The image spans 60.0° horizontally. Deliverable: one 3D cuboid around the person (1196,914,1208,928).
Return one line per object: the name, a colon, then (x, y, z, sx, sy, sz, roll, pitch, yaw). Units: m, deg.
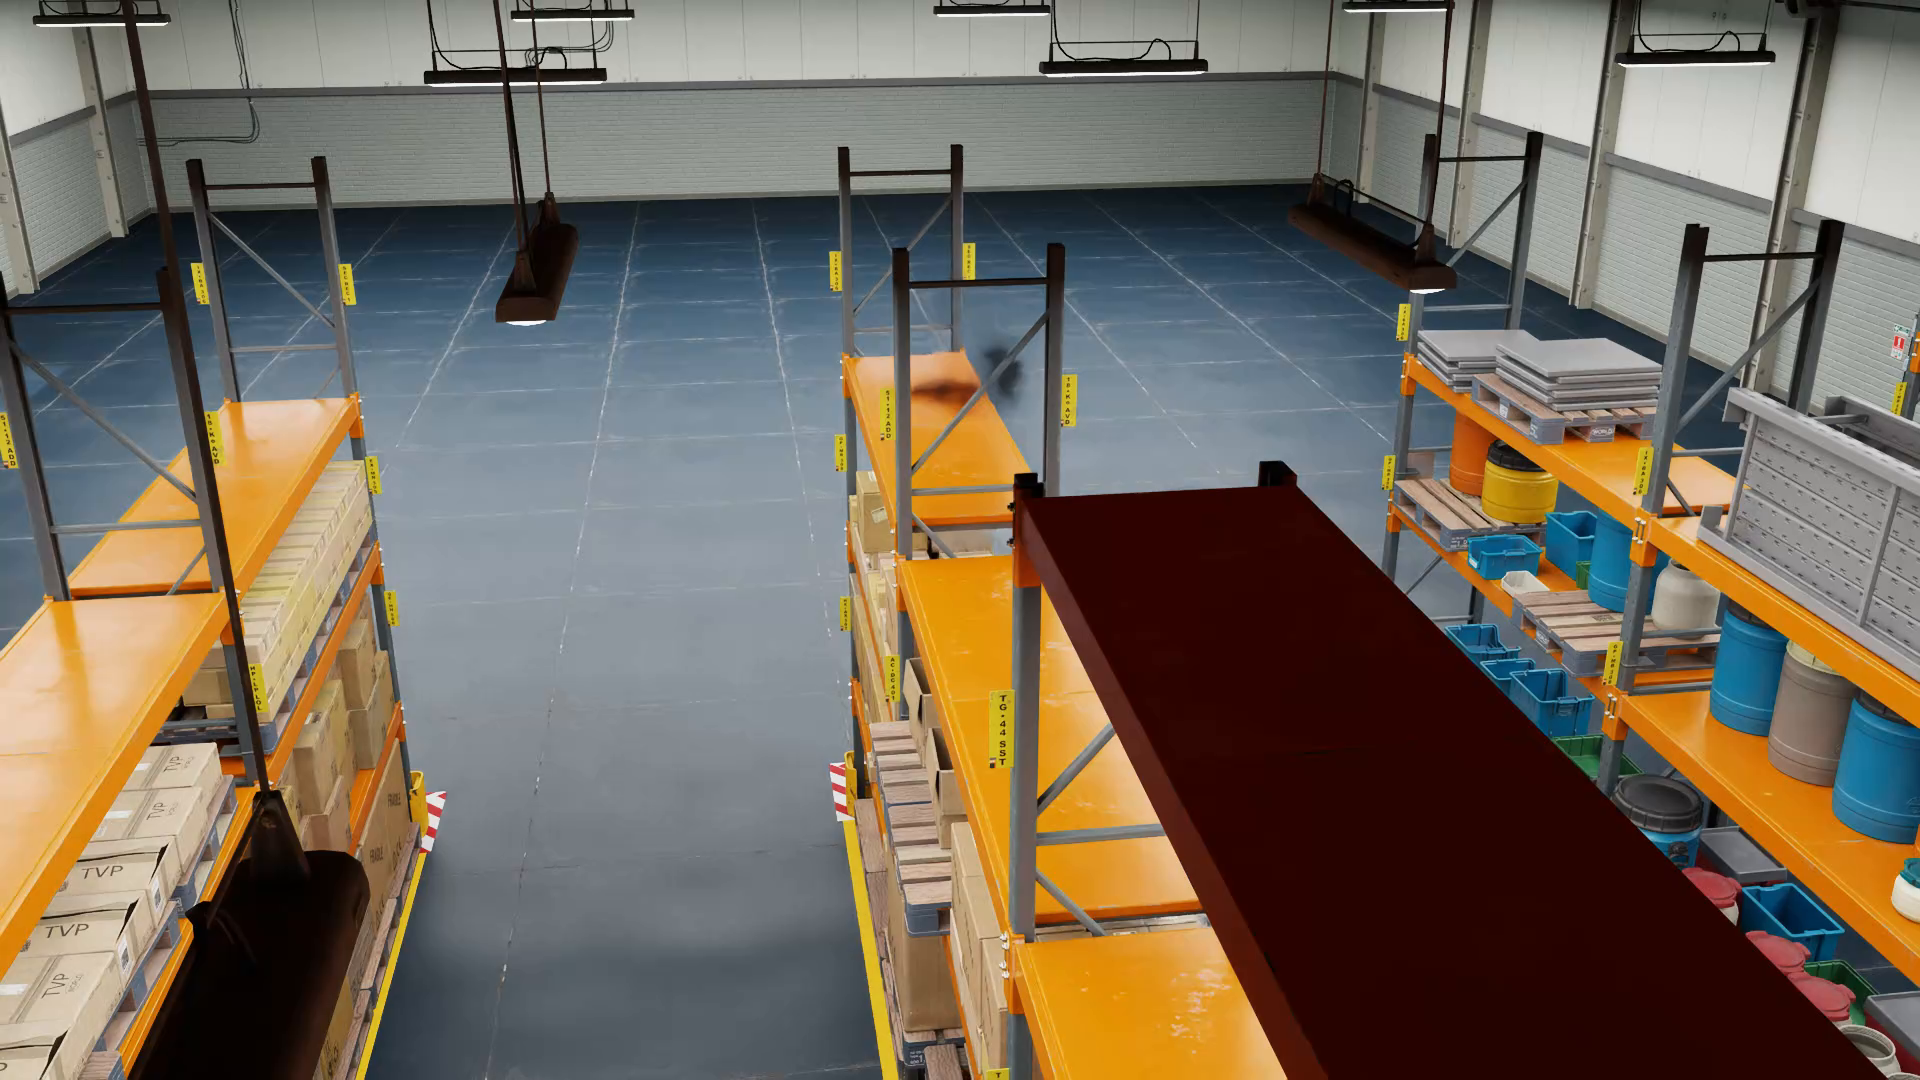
person: (1.560, 2.896, 11.958, 0.701, 1.725, 0.565, -3, 22, -7)
